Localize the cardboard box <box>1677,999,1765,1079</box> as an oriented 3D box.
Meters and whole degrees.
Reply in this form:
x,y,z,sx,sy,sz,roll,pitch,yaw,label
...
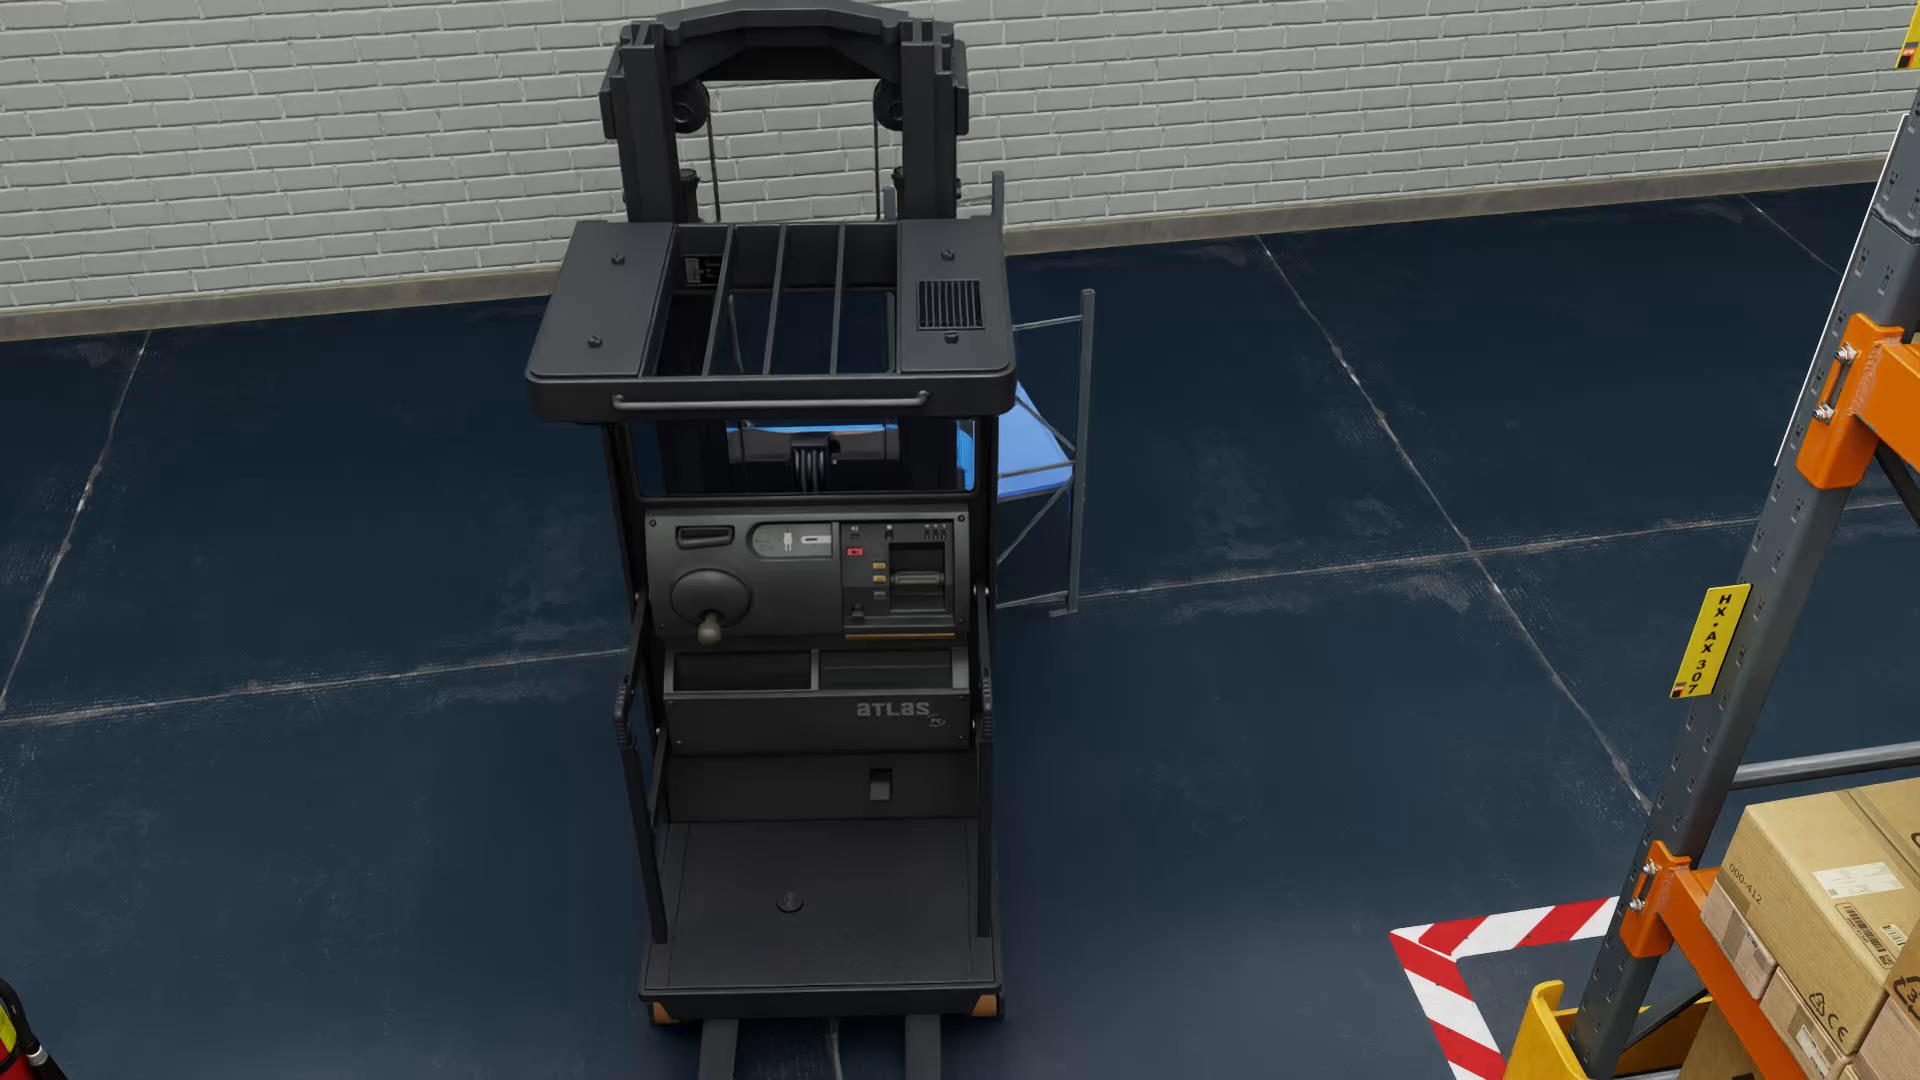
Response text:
x,y,z,sx,sy,sz,roll,pitch,yaw,label
2.423,1.599,4.137,0.875,0.875,0.875,-6,38,-8,cardboard box

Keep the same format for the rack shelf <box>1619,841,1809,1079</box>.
x,y,z,sx,sy,sz,roll,pitch,yaw,label
2.583,2.040,2.766,1.077,0.370,4.000,-6,38,-8,rack shelf

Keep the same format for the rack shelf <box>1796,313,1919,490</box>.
x,y,z,sx,sy,sz,roll,pitch,yaw,label
2.583,0.855,1.846,1.077,0.370,4.000,-6,38,-8,rack shelf

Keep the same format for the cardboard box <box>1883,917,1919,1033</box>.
x,y,z,sx,sy,sz,roll,pitch,yaw,label
2.138,0.814,3.025,0.500,0.500,0.500,-7,38,-9,cardboard box

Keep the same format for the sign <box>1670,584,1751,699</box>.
x,y,z,sx,sy,sz,roll,pitch,yaw,label
1.685,0.231,3.738,0.100,0.325,0.005,-6,38,-8,sign

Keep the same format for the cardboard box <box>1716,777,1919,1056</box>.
x,y,z,sx,sy,sz,roll,pitch,yaw,label
2.050,0.808,3.644,0.500,0.250,0.500,-7,38,-9,cardboard box

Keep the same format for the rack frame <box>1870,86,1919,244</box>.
x,y,z,sx,sy,sz,roll,pitch,yaw,label
2.232,-1.821,2.260,1.000,3.000,0.127,-6,38,-8,rack frame

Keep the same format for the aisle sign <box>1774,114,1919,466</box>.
x,y,z,sx,sy,sz,roll,pitch,yaw,label
1.924,-0.490,3.317,0.394,0.787,0.004,-6,38,-8,aisle sign

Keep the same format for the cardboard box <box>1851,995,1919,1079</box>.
x,y,z,sx,sy,sz,roll,pitch,yaw,label
2.148,1.122,3.241,0.500,0.250,0.500,-7,38,-9,cardboard box

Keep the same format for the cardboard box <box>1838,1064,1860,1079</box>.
x,y,z,sx,sy,sz,roll,pitch,yaw,label
2.061,1.206,3.457,0.380,0.149,0.250,-7,38,-9,cardboard box

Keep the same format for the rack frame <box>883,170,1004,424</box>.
x,y,z,sx,sy,sz,roll,pitch,yaw,label
-0.063,-0.852,7.124,0.500,1.500,0.032,-11,39,-14,rack frame

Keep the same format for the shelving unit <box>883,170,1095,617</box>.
x,y,z,sx,sy,sz,roll,pitch,yaw,label
0.089,-0.555,6.741,0.538,1.500,1.048,-11,39,-14,shelving unit

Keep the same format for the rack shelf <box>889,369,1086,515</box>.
x,y,z,sx,sy,sz,roll,pitch,yaw,label
0.089,-0.412,6.852,0.538,0.185,1.000,-11,39,-14,rack shelf

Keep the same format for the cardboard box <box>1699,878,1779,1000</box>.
x,y,z,sx,sy,sz,roll,pitch,yaw,label
1.970,0.897,3.855,0.380,0.149,0.250,-6,38,-7,cardboard box

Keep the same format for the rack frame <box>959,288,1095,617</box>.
x,y,z,sx,sy,sz,roll,pitch,yaw,label
0.241,-0.257,6.358,0.500,1.500,0.032,-11,39,-14,rack frame

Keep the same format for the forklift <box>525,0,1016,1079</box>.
x,y,z,sx,sy,sz,roll,pitch,yaw,label
-0.429,0.173,4.638,1.130,2.935,3.031,-1,38,-1,forklift

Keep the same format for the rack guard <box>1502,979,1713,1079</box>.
x,y,z,sx,sy,sz,roll,pitch,yaw,label
2.228,1.520,4.886,1.175,0.500,0.348,-6,38,-8,rack guard

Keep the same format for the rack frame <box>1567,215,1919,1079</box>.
x,y,z,sx,sy,sz,roll,pitch,yaw,label
2.232,0.548,4.100,1.000,3.000,0.127,-6,38,-8,rack frame

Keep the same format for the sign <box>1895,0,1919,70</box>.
x,y,z,sx,sy,sz,roll,pitch,yaw,label
1.685,-0.957,2.815,0.100,0.325,0.005,-6,38,-8,sign

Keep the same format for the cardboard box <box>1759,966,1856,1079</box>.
x,y,z,sx,sy,sz,roll,pitch,yaw,label
2.016,1.052,3.656,0.380,0.149,0.250,-7,38,-9,cardboard box
